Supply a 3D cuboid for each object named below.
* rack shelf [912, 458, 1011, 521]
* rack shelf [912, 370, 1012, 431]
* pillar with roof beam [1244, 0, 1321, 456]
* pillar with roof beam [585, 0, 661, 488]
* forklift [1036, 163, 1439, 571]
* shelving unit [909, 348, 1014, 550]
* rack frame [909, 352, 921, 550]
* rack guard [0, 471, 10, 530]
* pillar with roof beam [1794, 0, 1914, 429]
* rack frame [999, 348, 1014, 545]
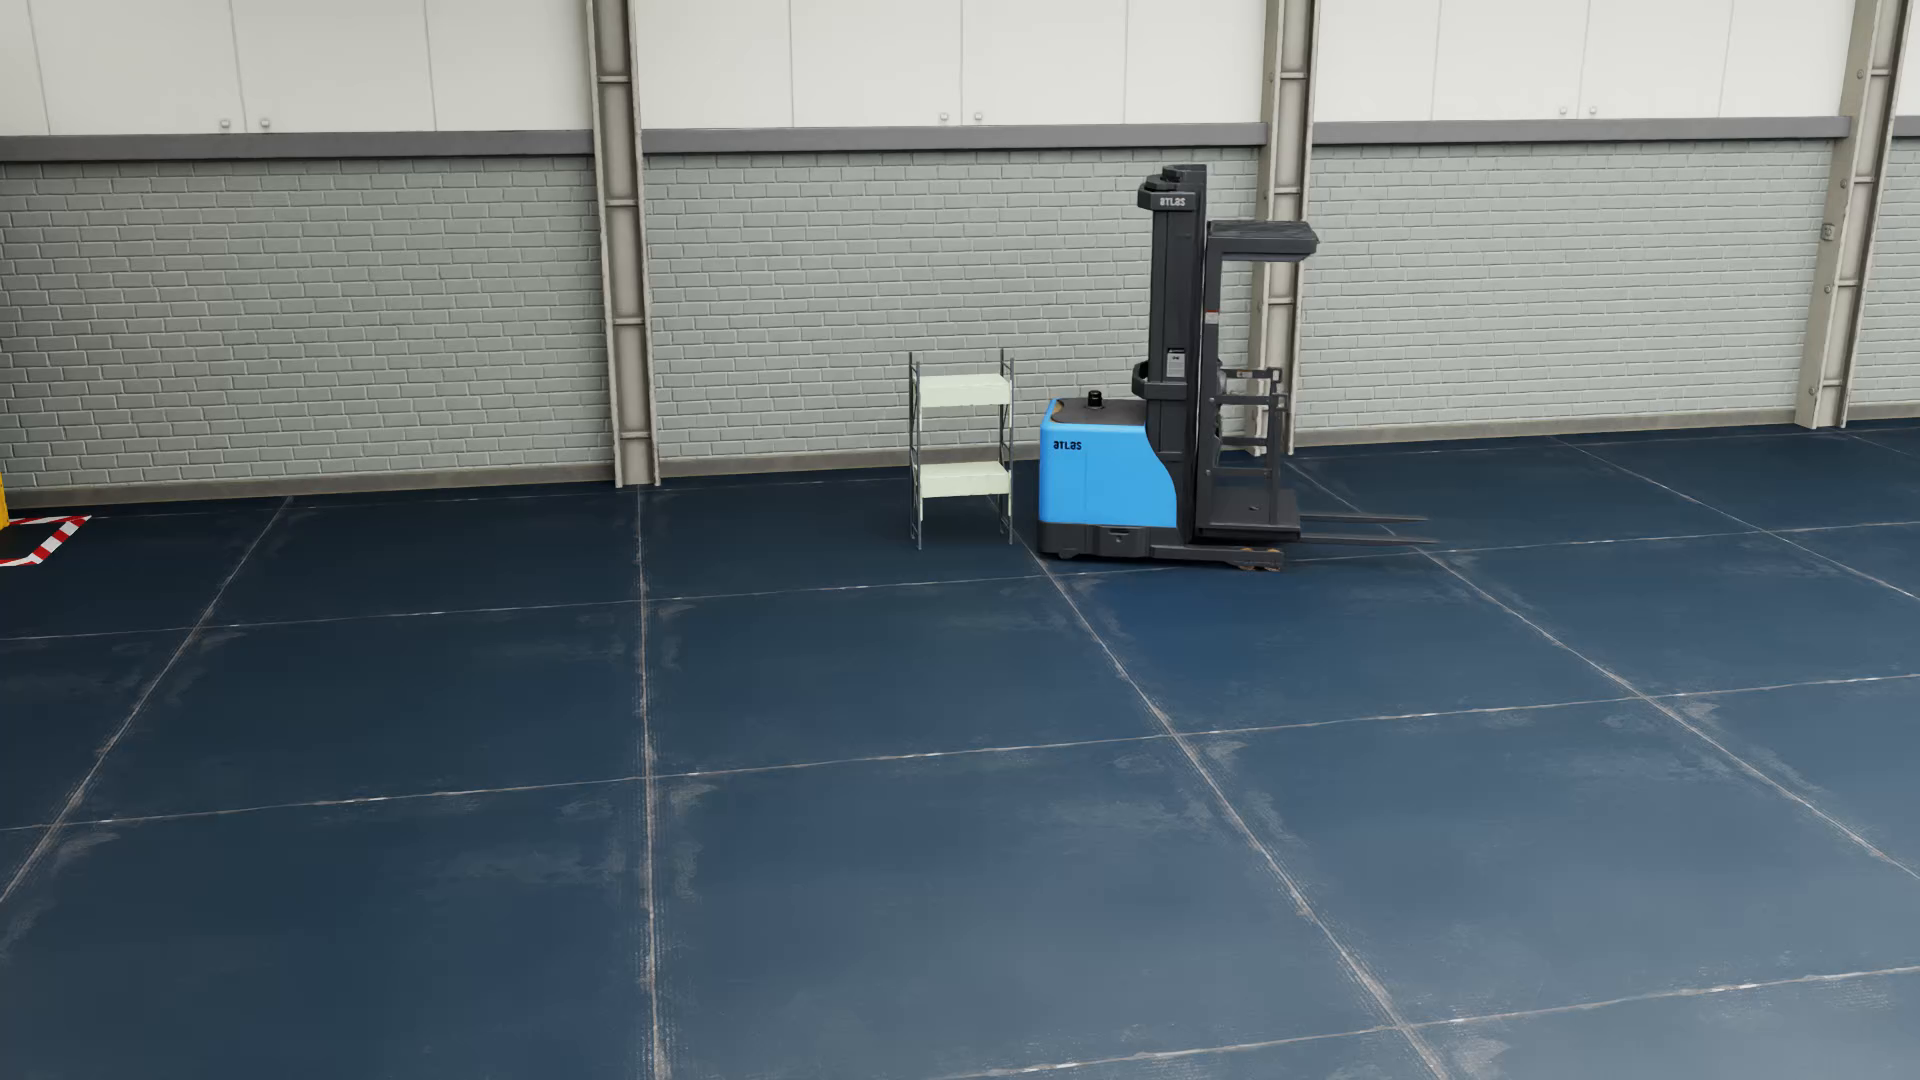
[{"bbox_3d":[0.007,-0.406,13.189,0.720,0.370,0.431,-3,17,-10],"label":"rack shelf"},{"bbox_3d":[0.007,-1.090,12.978,0.720,0.370,0.431,-3,17,-10],"label":"rack shelf"},{"bbox_3d":[3.802,-3.917,10.740,0.400,9.000,9.100,-3,17,-10],"label":"pillar with roof beam"},{"bbox_3d":[-2.090,-3.583,9.651,0.400,9.000,9.100,-3,17,-10],"label":"pillar with roof beam"},{"bbox_3d":[2.151,-1.331,12.652,3.031,2.935,1.130,2,17,8],"label":"forklift"},{"bbox_3d":[0.007,-0.717,13.093,0.755,1.500,0.431,-3,17,-10],"label":"shelving unit"},{"bbox_3d":[-0.353,-0.697,13.026,0.023,1.500,0.400,-3,17,-10],"label":"rack frame"},{"bbox_3d":[-7.919,-0.208,13.136,0.348,0.500,1.175,-3,17,-10],"label":"rack guard"},{"bbox_3d":[9.693,-4.252,11.828,0.400,9.000,9.100,-3,17,-10],"label":"pillar with roof beam"},{"bbox_3d":[0.366,-0.738,13.159,0.023,1.500,0.400,-3,17,-10],"label":"rack frame"}]
